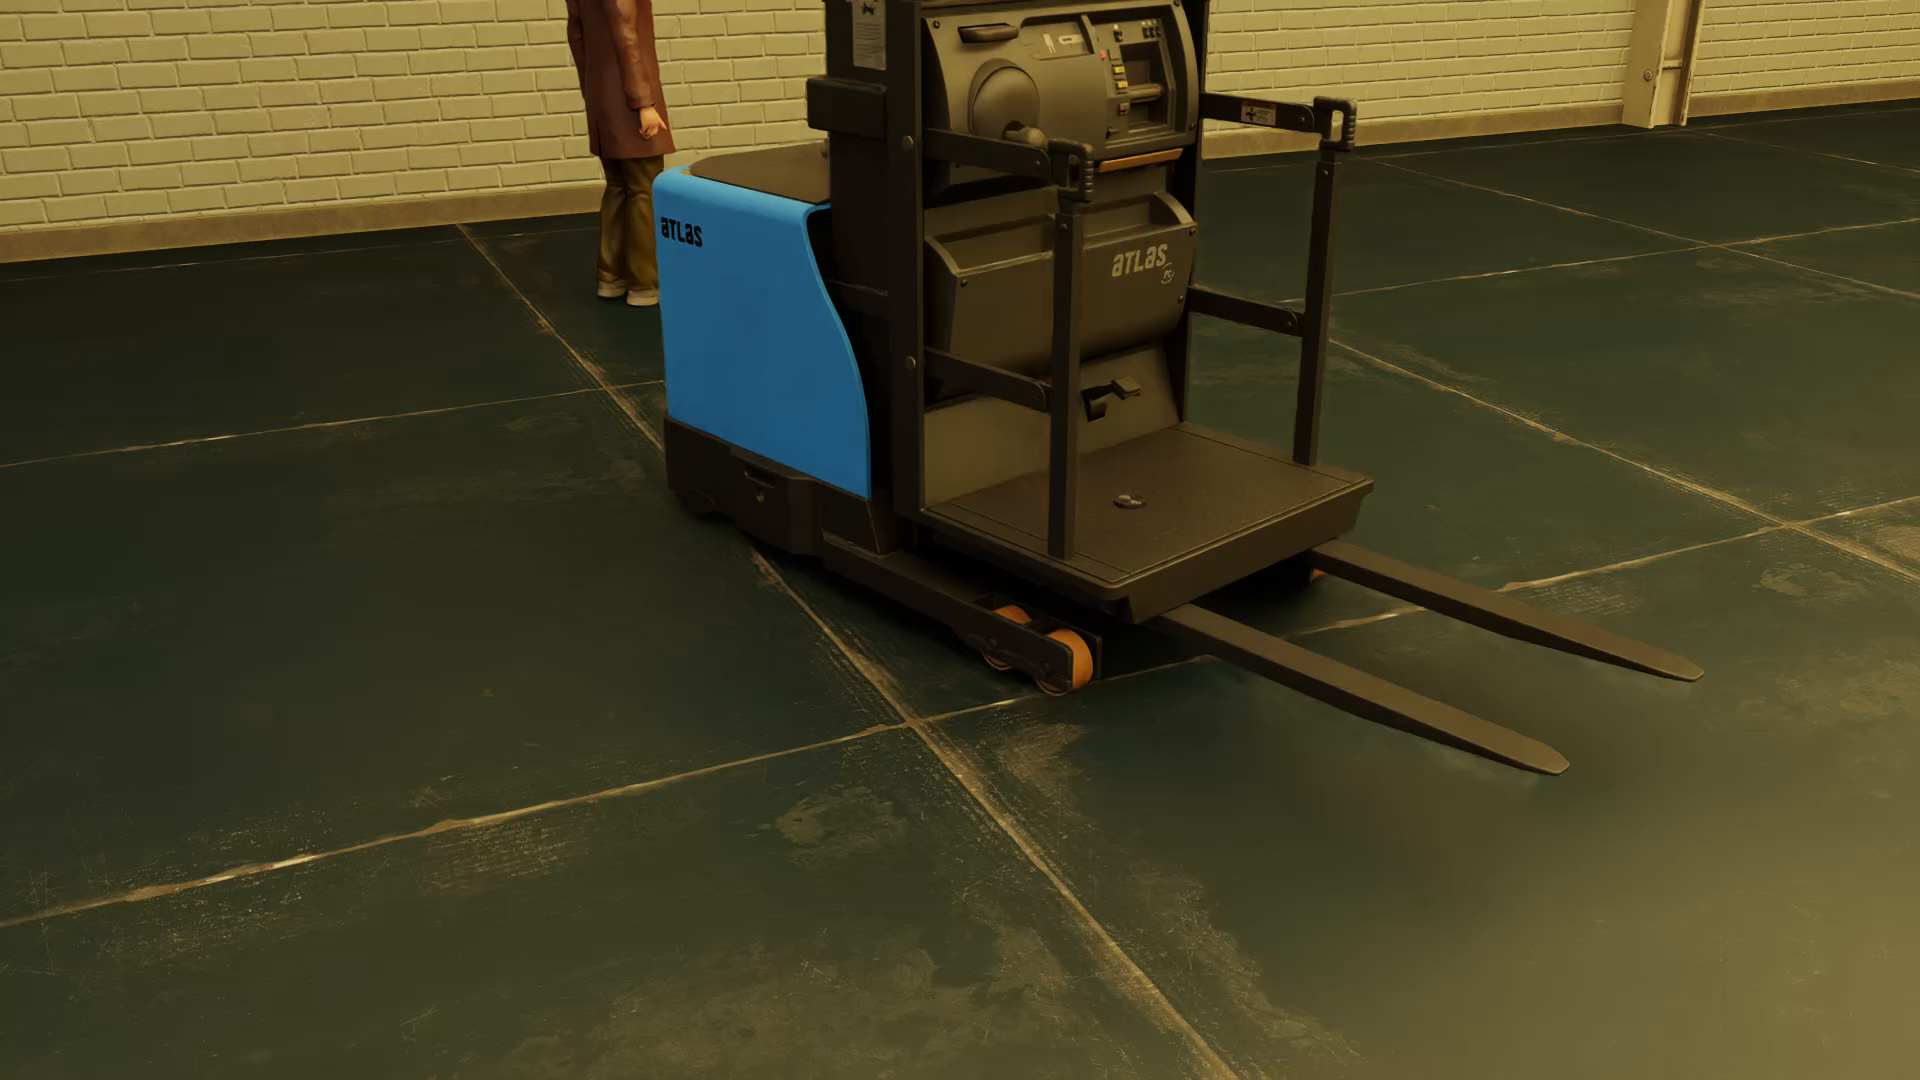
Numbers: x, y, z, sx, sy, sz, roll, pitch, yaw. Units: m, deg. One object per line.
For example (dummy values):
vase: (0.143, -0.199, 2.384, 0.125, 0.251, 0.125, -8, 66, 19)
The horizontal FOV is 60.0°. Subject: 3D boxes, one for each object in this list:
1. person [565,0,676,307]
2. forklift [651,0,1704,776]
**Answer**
person: (-1.490, -1.985, 7.563, 0.421, 1.782, 0.643, -16, 27, -33)
forklift: (0.428, -1.184, 4.136, 1.130, 2.935, 3.031, -20, 30, -39)
